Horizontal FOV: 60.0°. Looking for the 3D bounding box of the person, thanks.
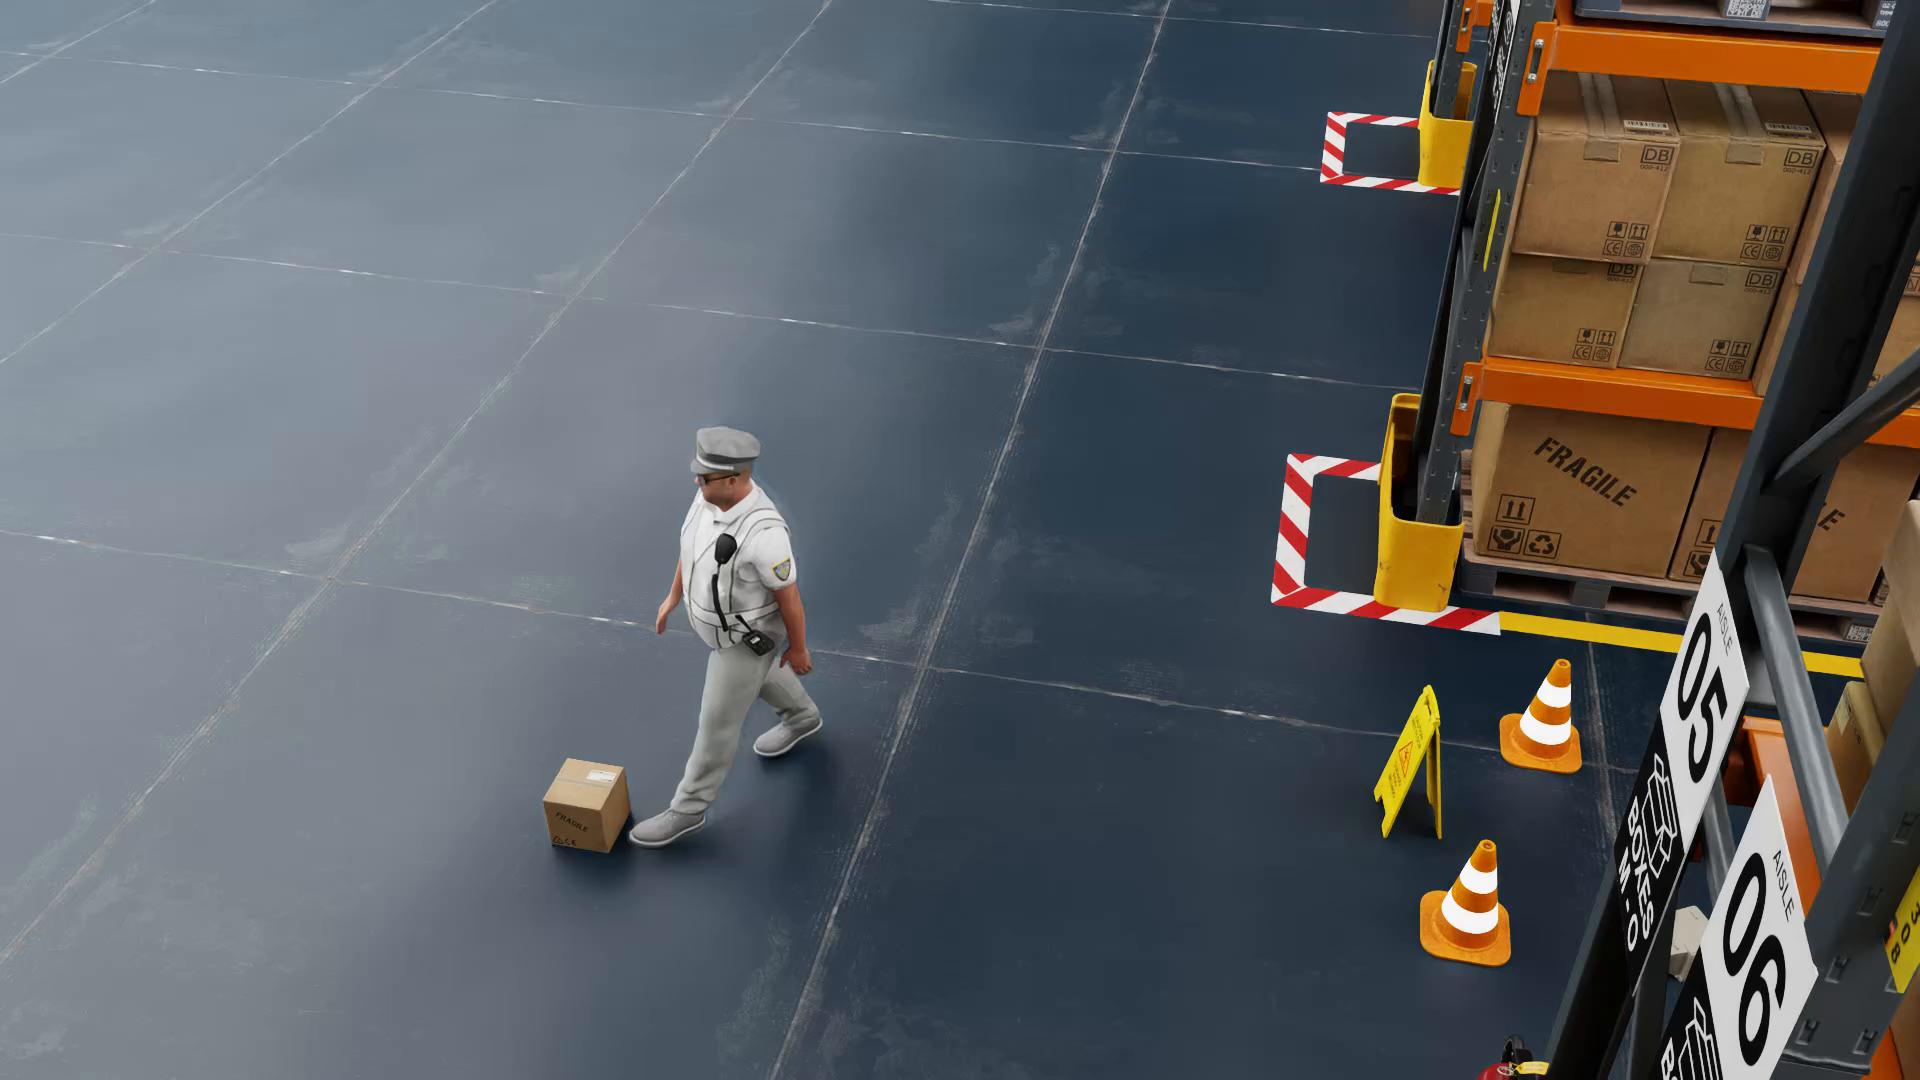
[{"bbox_3d":[-0.973,0.339,6.485,0.999,1.712,0.570,-20,41,-25],"label":"person"}]
